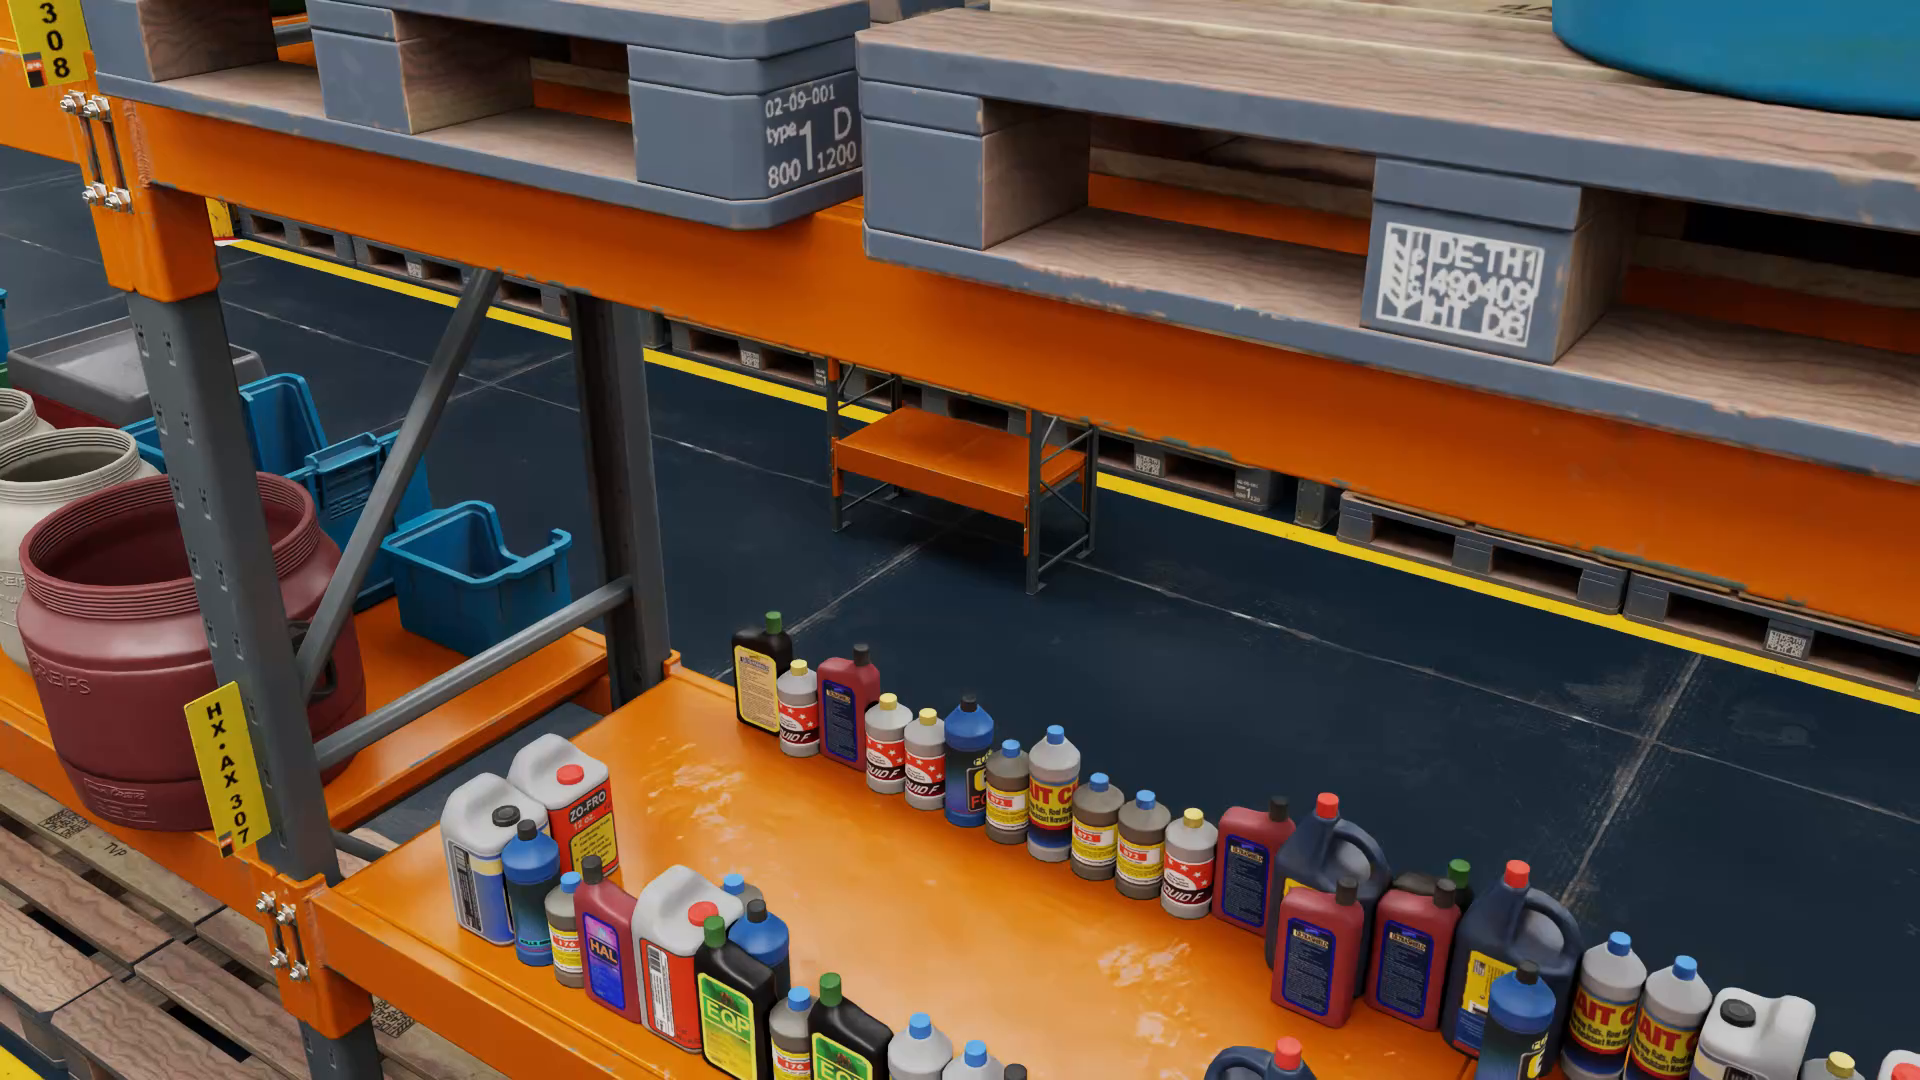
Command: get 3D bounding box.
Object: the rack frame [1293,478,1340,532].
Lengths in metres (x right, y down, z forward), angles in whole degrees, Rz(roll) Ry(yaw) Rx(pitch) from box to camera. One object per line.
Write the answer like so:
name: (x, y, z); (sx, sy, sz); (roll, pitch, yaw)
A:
rack frame: (1.814, -1.575, 7.037); (0.127, 3.000, 1.000); (17, 32, 30)

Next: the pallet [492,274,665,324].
pallet: (-2.115, -1.579, 10.120); (1.213, 0.211, 1.003); (17, 32, 30)

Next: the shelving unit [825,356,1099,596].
shelving unit: (0.006, -0.500, 6.991); (1.048, 1.125, 0.538); (17, 32, 30)

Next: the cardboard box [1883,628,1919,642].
cardboard box: (3.727, 0.092, 6.033); (0.500, 0.500, 0.500); (18, 32, 31)

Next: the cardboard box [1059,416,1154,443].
cardboard box: (0.816, -0.711, 7.909); (0.500, 0.250, 0.500); (17, 31, 30)

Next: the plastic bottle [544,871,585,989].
plastic bottle: (-0.659, 0.662, 2.862); (0.097, 0.201, 0.097); (0, 27, 0)

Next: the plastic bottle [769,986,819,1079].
plastic bottle: (-0.248, 0.790, 2.610); (0.097, 0.201, 0.097); (0, 27, 0)

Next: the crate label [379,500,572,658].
crate label: (-1.128, 0.102, 3.926); (0.416, 0.233, 0.303); (17, 32, 30)

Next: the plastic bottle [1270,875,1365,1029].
plastic bottle: (0.595, 0.667, 2.760); (0.133, 0.283, 0.061); (17, 32, 30)

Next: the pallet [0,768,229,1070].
pallet: (-2.611, 0.992, 5.068); (1.213, 0.211, 1.003); (17, 32, 30)

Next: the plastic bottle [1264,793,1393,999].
plastic bottle: (0.631, 0.592, 2.833); (0.185, 0.351, 0.144); (17, 32, 30)

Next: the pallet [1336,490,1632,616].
pallet: (2.408, -0.126, 7.265); (1.213, 0.211, 1.003); (17, 32, 30)

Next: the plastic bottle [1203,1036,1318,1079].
plastic bottle: (0.428, 0.837, 2.352); (0.185, 0.351, 0.144); (17, 32, 30)

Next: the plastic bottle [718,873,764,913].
plastic bottle: (-0.383, 0.664, 2.857); (0.097, 0.201, 0.097); (0, 27, 0)

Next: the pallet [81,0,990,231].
pallet: (-0.418, -0.744, 2.305); (1.213, 0.211, 1.003); (17, 32, 30)

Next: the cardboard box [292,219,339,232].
cardboard box: (-4.050, -2.243, 10.919); (0.500, 0.250, 0.500); (17, 32, 30)

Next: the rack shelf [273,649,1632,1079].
rack shelf: (0.655, 1.110, 2.554); (4.000, 0.370, 1.077); (17, 32, 30)

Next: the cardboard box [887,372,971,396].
cardboard box: (-0.023, -0.973, 8.423); (0.500, 0.250, 0.500); (18, 32, 31)

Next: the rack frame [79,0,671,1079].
rack frame: (-0.993, 0.276, 3.400); (0.127, 3.000, 1.000); (17, 32, 30)

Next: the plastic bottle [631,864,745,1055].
plastic bottle: (-0.438, 0.682, 2.739); (0.135, 0.276, 0.152); (17, 32, 30)

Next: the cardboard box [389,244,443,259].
cardboard box: (-3.228, -1.984, 10.410); (0.500, 0.250, 0.500); (17, 32, 30)

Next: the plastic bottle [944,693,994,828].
plastic bottle: (0.017, 0.424, 3.252); (0.097, 0.271, 0.097); (0, 27, 0)

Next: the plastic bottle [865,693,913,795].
plastic bottle: (-0.143, 0.405, 3.366); (0.097, 0.201, 0.097); (0, 27, 0)

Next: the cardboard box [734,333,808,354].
cardboard box: (-0.870, -1.236, 8.939); (0.500, 0.250, 0.500); (18, 32, 32)

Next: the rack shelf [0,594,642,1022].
rack shelf: (-2.642, 0.083, 4.572); (4.000, 0.370, 1.077); (17, 32, 30)

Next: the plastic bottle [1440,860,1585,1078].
plastic bottle: (0.894, 0.674, 2.672); (0.185, 0.351, 0.144); (17, 32, 30)

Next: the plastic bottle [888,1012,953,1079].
plastic bottle: (-0.058, 0.818, 2.478); (0.097, 0.271, 0.097); (0, 27, 0)

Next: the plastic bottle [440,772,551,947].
plastic bottle: (-0.820, 0.563, 2.972); (0.135, 0.276, 0.152); (17, 32, 30)

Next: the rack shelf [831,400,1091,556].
rack shelf: (0.006, -0.282, 7.102); (1.000, 0.278, 0.538); (17, 32, 30)

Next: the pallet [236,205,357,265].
pallet: (-4.126, -2.206, 11.351); (1.213, 0.211, 1.003); (17, 32, 30)

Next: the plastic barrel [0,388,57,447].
plastic barrel: (-2.309, -0.066, 3.949); (0.421, 0.512, 0.421); (0, 27, 0)

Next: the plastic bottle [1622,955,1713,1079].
plastic bottle: (1.104, 0.762, 2.587); (0.097, 0.271, 0.097); (0, 27, 0)

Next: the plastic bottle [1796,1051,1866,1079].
plastic bottle: (1.295, 0.853, 2.486); (0.097, 0.201, 0.097); (0, 27, 0)

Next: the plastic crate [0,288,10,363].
plastic crate: (-3.205, -0.577, 5.094); (0.575, 0.384, 0.392); (17, 32, 30)

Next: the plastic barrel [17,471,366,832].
plastic barrel: (-1.547, 0.210, 3.381); (0.708, 0.536, 0.600); (17, 32, 30)

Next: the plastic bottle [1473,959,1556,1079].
plastic bottle: (0.861, 0.766, 2.580); (0.097, 0.271, 0.097); (0, 27, 0)

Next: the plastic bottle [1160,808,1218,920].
plastic bottle: (0.418, 0.580, 3.023); (0.097, 0.201, 0.097); (0, 27, 0)

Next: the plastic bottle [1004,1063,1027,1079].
plastic bottle: (0.107, 0.874, 2.354); (0.133, 0.283, 0.061); (17, 32, 30)

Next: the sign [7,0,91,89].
sign: (-1.299, -0.807, 2.336); (0.005, 0.325, 0.100); (17, 32, 30)

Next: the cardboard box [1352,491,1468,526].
cardboard box: (2.028, -0.433, 7.065); (0.500, 0.500, 0.500); (19, 32, 32)

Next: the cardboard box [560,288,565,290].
cardboard box: (-1.989, -1.601, 9.657); (0.500, 0.250, 0.500); (17, 32, 30)

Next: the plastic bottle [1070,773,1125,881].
plastic bottle: (0.258, 0.530, 3.121); (0.097, 0.201, 0.097); (0, 27, 0)

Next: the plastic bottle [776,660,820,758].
plastic bottle: (-0.333, 0.346, 3.483); (0.097, 0.201, 0.097); (0, 27, 0)

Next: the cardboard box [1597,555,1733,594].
cardboard box: (2.873, -0.170, 6.548); (0.500, 0.500, 0.500); (17, 31, 30)

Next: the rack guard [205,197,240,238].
rack guard: (-4.800, -2.521, 11.653); (0.348, 0.500, 1.175); (17, 32, 30)

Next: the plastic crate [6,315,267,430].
plastic crate: (-2.152, -0.282, 4.426); (0.583, 0.464, 0.402); (17, 32, 30)

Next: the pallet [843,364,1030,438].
pallet: (0.156, -0.872, 8.730); (1.213, 0.211, 1.003); (17, 32, 30)

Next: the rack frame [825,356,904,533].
rack frame: (-0.413, -0.630, 7.248); (0.032, 1.125, 0.500); (17, 32, 30)
